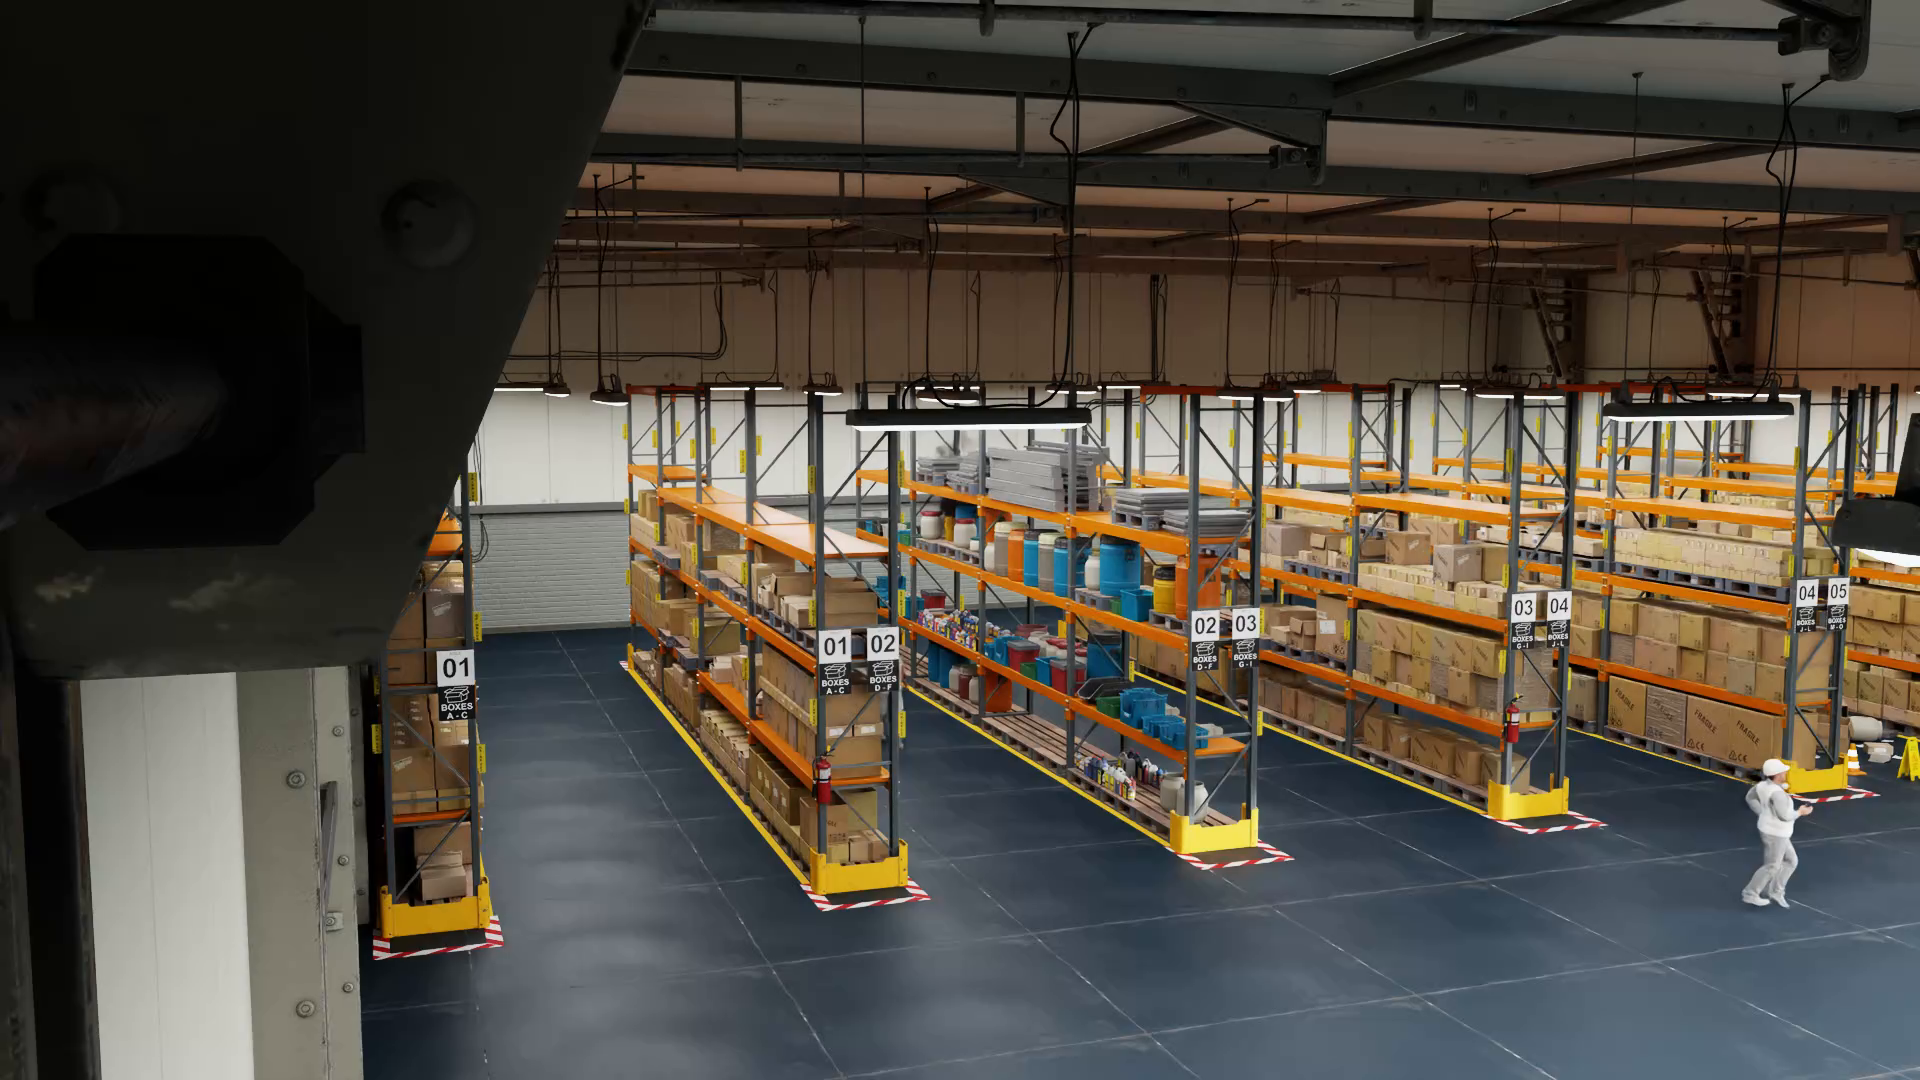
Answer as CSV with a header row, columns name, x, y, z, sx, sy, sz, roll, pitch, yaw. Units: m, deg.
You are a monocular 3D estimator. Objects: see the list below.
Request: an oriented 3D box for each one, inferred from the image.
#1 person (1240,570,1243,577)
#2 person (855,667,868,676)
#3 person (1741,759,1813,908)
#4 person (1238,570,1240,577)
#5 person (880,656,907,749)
name,x,y,z,sx,sy,sz,roll,pitch,yaw
person,6.807,1.358,40.926,0.515,1.546,0.579,-3,6,-24
person,-1.670,2.148,29.243,0.663,1.844,0.889,-3,6,-23
person,9.548,3.451,19.439,0.702,1.814,0.637,1,6,12
person,6.284,1.501,38.356,0.706,1.771,0.887,-2,6,-15
person,-1.182,2.566,27.911,0.671,1.829,0.762,-2,6,-21
